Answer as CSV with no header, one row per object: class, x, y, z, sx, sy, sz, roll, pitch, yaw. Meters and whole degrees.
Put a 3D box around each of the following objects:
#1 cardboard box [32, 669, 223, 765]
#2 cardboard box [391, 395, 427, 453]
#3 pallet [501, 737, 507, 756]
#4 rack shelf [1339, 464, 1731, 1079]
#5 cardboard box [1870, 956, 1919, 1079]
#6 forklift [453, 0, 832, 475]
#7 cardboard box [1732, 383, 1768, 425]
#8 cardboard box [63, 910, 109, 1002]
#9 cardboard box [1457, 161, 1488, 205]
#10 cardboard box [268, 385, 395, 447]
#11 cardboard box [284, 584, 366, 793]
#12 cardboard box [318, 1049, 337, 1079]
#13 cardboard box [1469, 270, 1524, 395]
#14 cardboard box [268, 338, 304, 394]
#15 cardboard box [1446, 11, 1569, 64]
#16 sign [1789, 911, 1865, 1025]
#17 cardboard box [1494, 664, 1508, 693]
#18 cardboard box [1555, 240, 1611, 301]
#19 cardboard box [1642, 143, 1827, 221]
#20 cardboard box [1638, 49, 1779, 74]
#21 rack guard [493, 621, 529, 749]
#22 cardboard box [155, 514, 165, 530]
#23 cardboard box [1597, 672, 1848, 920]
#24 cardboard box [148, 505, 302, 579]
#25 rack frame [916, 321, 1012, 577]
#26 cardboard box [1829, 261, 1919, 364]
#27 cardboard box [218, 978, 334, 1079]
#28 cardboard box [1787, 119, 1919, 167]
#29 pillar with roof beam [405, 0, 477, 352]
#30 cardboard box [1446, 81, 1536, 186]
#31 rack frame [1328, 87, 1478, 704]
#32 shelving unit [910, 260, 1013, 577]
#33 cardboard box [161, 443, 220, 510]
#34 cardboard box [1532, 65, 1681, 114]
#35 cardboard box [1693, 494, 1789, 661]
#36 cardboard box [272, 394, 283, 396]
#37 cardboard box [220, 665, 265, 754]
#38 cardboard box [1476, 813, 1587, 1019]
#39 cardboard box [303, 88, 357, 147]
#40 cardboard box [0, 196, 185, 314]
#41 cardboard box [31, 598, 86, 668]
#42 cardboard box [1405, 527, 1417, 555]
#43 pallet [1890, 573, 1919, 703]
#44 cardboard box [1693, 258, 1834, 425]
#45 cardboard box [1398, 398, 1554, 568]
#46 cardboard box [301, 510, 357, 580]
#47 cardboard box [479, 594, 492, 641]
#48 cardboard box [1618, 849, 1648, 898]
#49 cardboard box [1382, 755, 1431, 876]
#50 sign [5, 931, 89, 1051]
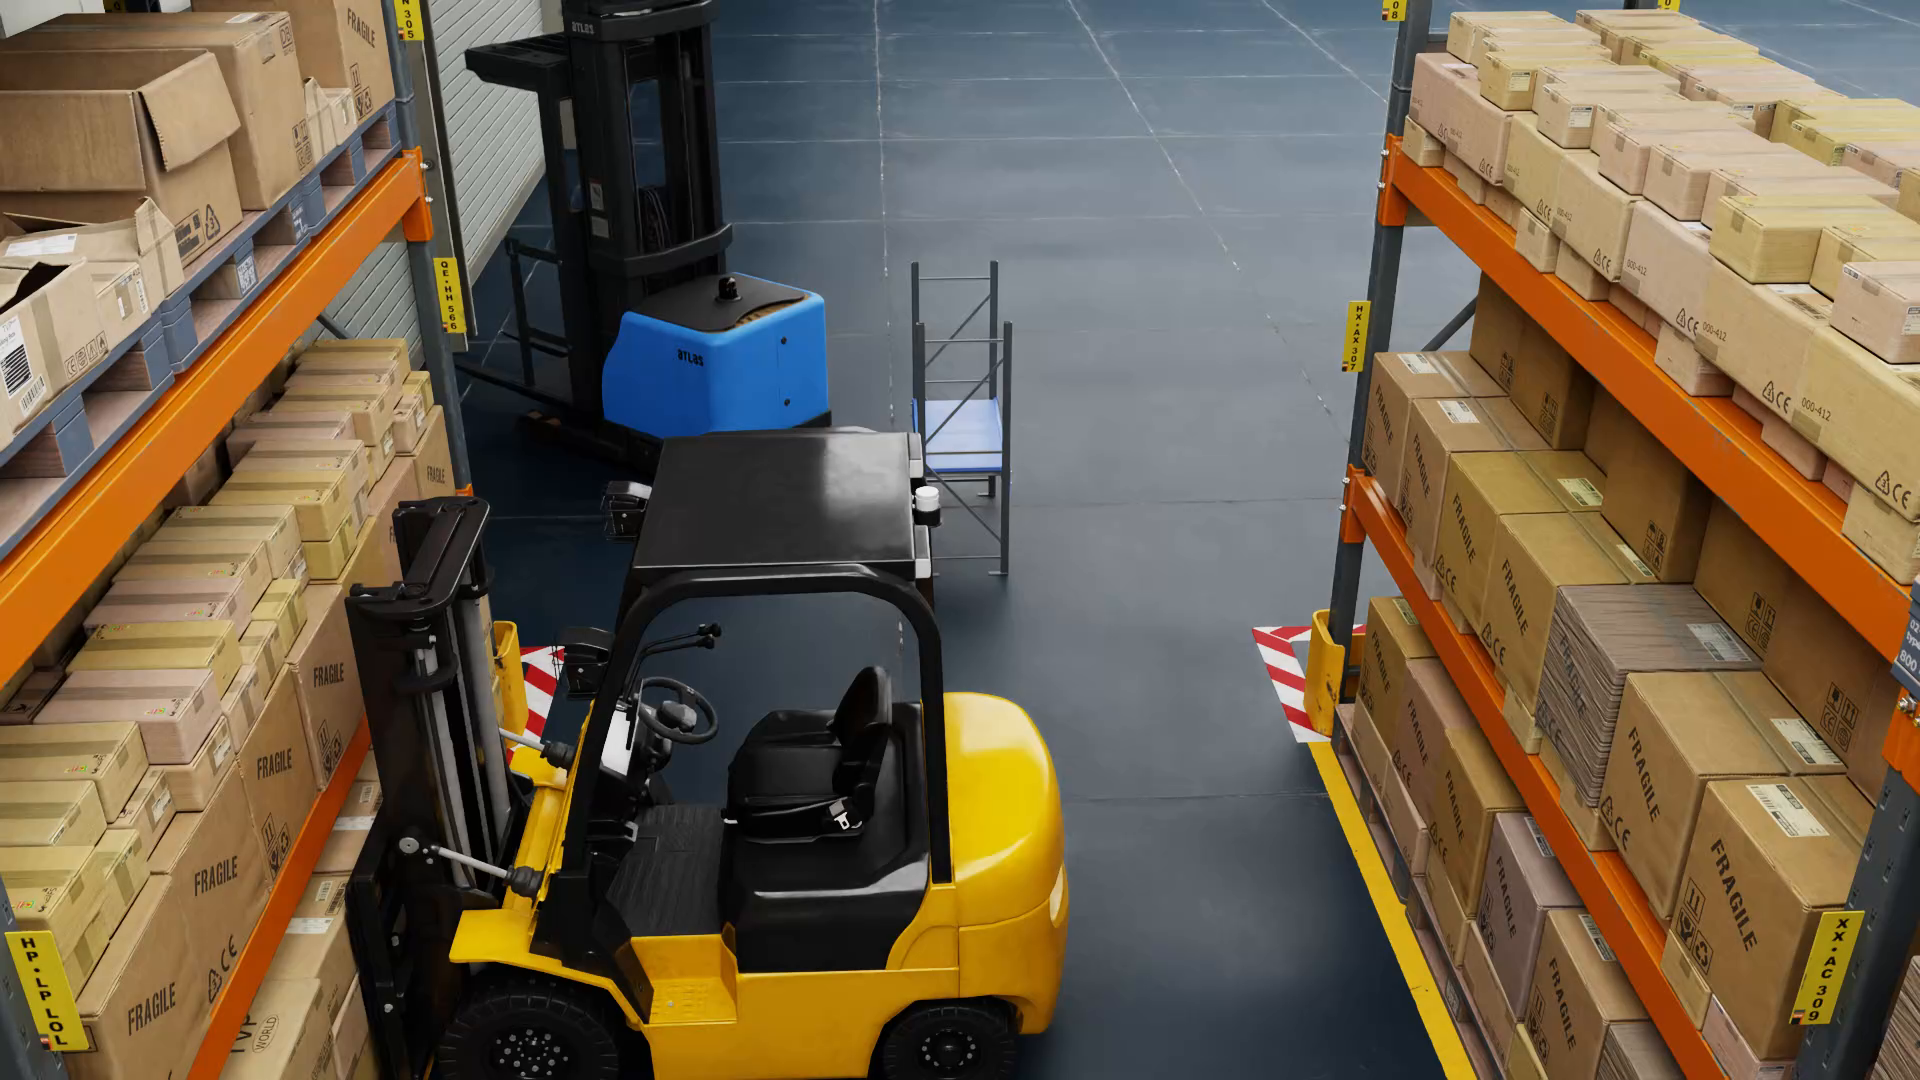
cardboard box,-2.228,0.475,4.465,0.380,0.149,0.250,-1,28,-1
cardboard box,-2.338,-0.458,6.575,0.380,0.149,0.250,-1,28,-2
pallet,-2.597,1.191,7.237,1.003,0.211,1.213,-1,28,-3
rack shelf,2.382,0.724,5.896,1.077,0.370,4.000,-1,28,-3
cardboard box,2.224,1.190,3.341,0.500,0.500,0.500,-1,28,-1
forklift,-2.312,-2.107,10.620,3.031,2.935,1.130,19,33,32
cardboard box,2.237,-0.383,4.268,0.380,0.149,0.250,-2,28,-4
cardboard box,-2.224,0.965,3.847,0.380,0.149,0.250,-2,28,-3
cardboard box,2.053,-1.334,6.092,0.380,0.149,0.250,-1,28,-1
cardboard box,-2.365,-0.467,6.271,0.380,0.149,0.250,-1,28,-1
cardboard box,-2.309,0.488,5.463,0.500,0.500,0.500,-1,28,-2
cardboard box,-2.216,1.798,5.037,0.500,0.250,0.500,-2,28,-3
cardboard box,2.522,-0.907,6.735,0.700,0.500,0.500,-2,28,-4
cardboard box,-2.875,-0.701,6.718,0.380,0.149,0.250,-2,28,-4
cardboard box,2.092,-1.922,6.357,0.380,0.149,0.250,-2,28,-3
sign,1.945,0.961,3.727,0.100,0.325,0.005,-1,28,-3
cardboard box,2.121,0.475,5.866,0.380,0.149,0.250,-2,28,-4
cardboard box,2.096,-0.859,5.181,0.380,0.149,0.250,-2,28,-4
cardboard box,2.117,-0.982,4.555,0.380,0.149,0.250,-1,28,-2
cardboard box,2.559,-1.586,5.713,0.380,0.149,0.250,-1,28,-2
rack guard,-2.680,0.700,7.867,1.175,0.500,0.348,-1,28,-3
cardboard box,-2.924,0.030,5.640,0.380,0.149,0.250,0,28,-1
cardboard box,2.181,0.716,4.704,0.500,0.500,0.500,0,28,-1
cardboard box,-2.364,0.008,5.360,0.380,0.149,0.250,-1,28,-2
rack frame,0.022,-0.470,9.029,0.500,1.500,0.032,-1,28,-3
cardboard box,2.162,-0.503,3.636,0.380,0.149,0.250,-2,28,-4
cardboard box,-2.199,1.573,4.929,0.500,0.250,0.500,-1,28,-3
cardboard box,2.632,-1.113,4.806,0.380,0.149,0.250,-1,28,-2
pillar with roof beam,0.443,-5.588,10.734,9.100,9.000,0.400,-1,28,-3
cardboard box,2.054,-1.442,5.869,0.500,0.250,0.500,-2,28,-3
rack frame,2.278,-0.519,7.501,1.000,3.000,0.127,-1,28,-3
shelving unit,-0.004,-0.704,9.479,0.538,1.500,1.048,-1,28,-3
cardboard box,-2.830,-0.222,5.800,0.380,0.149,0.250,-1,28,-1
cardboard box,2.120,-1.459,5.469,0.380,0.149,0.250,-2,28,-3
cardboard box,2.676,0.032,4.934,0.700,0.500,0.500,-2,28,-4
cardboard box,-2.921,-0.566,6.782,0.380,0.149,0.250,-2,28,-4
cardboard box,-2.232,0.489,4.760,0.380,0.149,0.250,-2,28,-3
cardboard box,2.131,1.292,5.738,0.500,0.500,0.500,0,28,0
cardboard box,-2.333,-1.471,5.792,0.380,0.149,0.250,-2,28,-4
cardboard box,-2.245,-0.743,4.271,0.396,0.266,0.258,-2,28,-4
cardboard box,-2.823,0.254,4.888,0.380,0.149,0.250,-2,28,-3
cardboard box,2.049,-0.005,6.787,0.380,0.149,0.250,-2,28,-4
pallet,2.412,0.370,2.757,1.213,0.211,1.003,-1,28,-3
cardboard box,2.167,-0.497,4.057,0.500,0.250,0.500,-2,28,-3
cardboard box,2.055,-0.230,6.518,0.500,0.500,0.500,-1,28,-1
cardboard box,-2.290,0.016,5.666,0.380,0.149,0.250,-1,28,-2
cardboard box,-2.344,0.398,7.182,0.500,0.250,0.500,0,28,-1
cardboard box,2.211,0.946,4.964,0.380,0.149,0.250,-2,28,-3
cardboard box,2.063,1.129,6.860,0.500,0.250,0.500,0,28,-1
sign,-1.929,0.954,3.510,0.100,0.325,0.005,-1,28,-3
